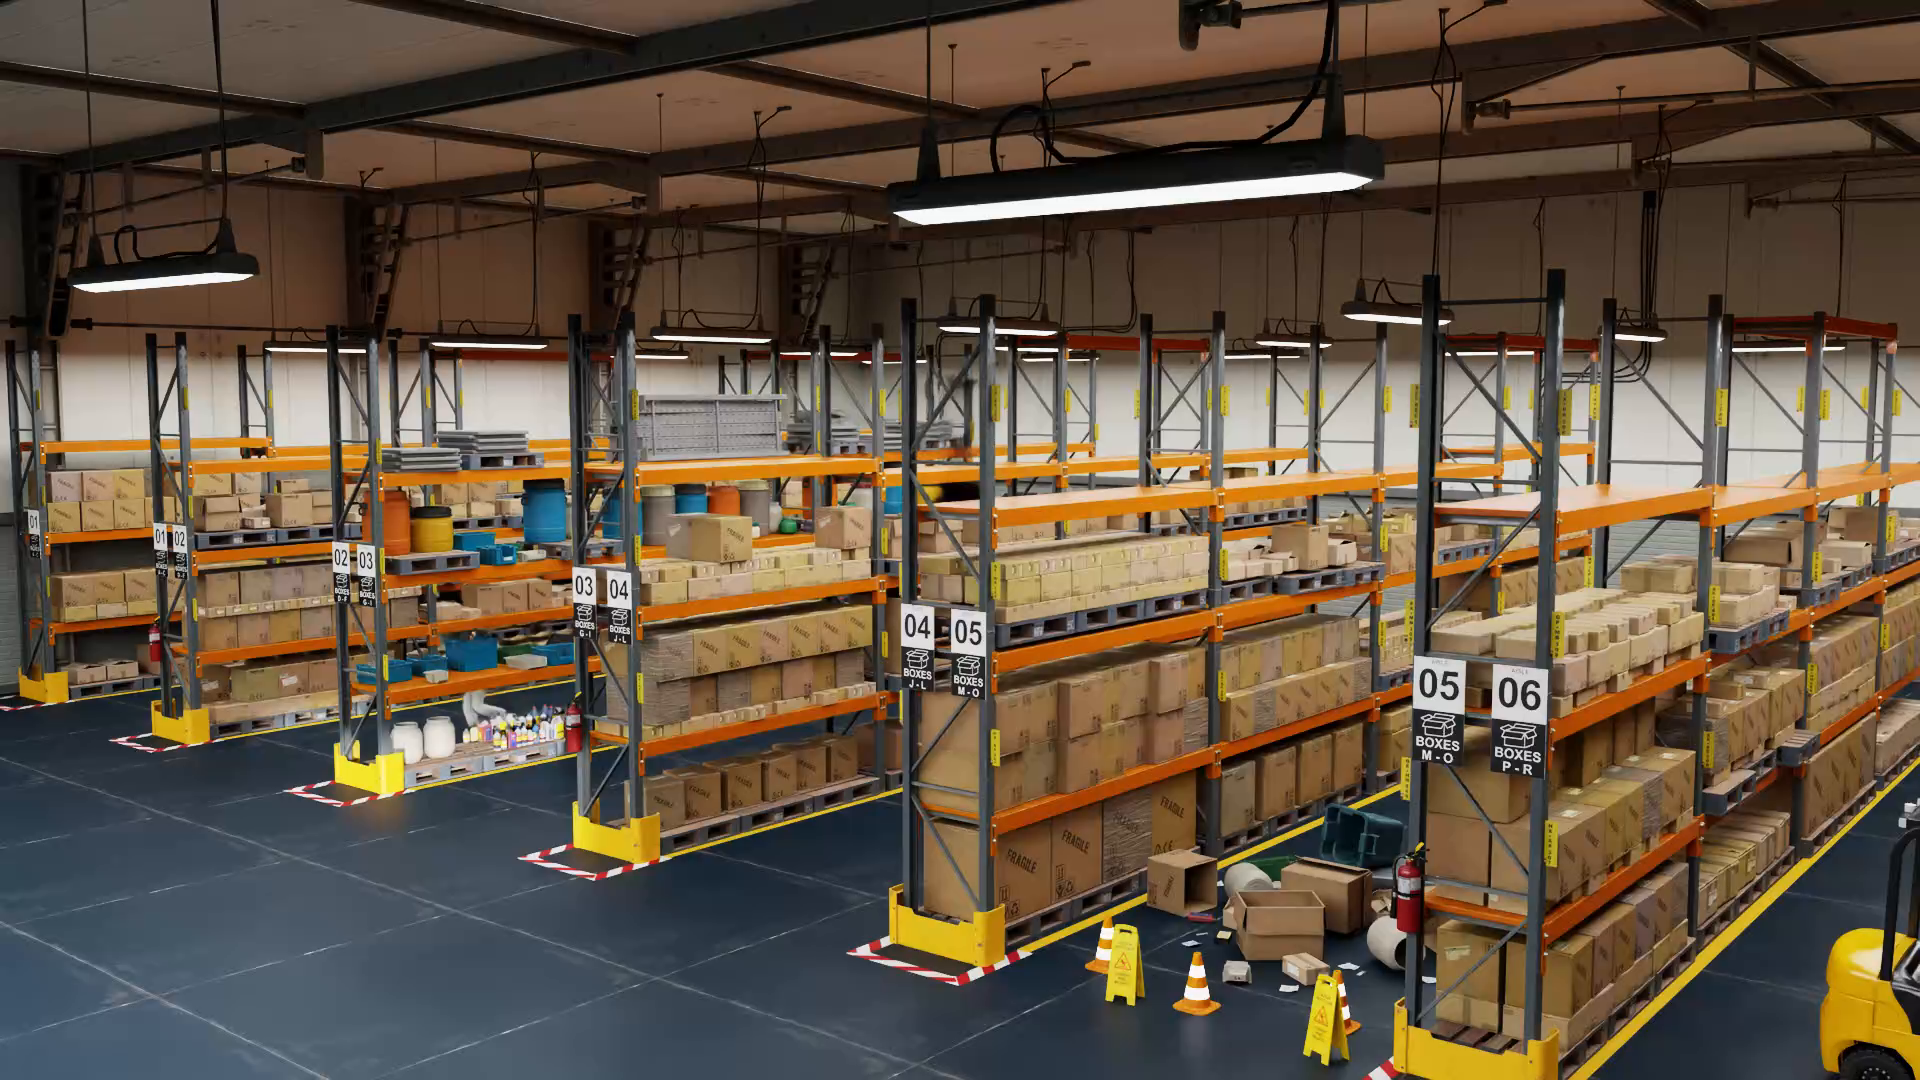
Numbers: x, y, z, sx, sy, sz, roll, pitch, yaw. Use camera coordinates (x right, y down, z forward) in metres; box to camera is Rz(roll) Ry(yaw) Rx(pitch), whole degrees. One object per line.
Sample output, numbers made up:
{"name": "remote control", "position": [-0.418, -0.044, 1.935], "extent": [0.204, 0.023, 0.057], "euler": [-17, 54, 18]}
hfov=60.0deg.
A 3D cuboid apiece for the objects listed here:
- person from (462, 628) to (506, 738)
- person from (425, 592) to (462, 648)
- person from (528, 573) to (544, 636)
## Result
{"name": "person", "position": [-7.138, 2.118, 24.794], "extent": [0.697, 1.632, 0.563], "euler": [-5, 7, -42]}
{"name": "person", "position": [-9.213, 1.702, 30.052], "extent": [0.642, 1.622, 1.002], "euler": [4, 7, 39]}
{"name": "person", "position": [-8.260, 1.442, 32.425], "extent": [0.561, 1.618, 0.562], "euler": [5, 7, 42]}
